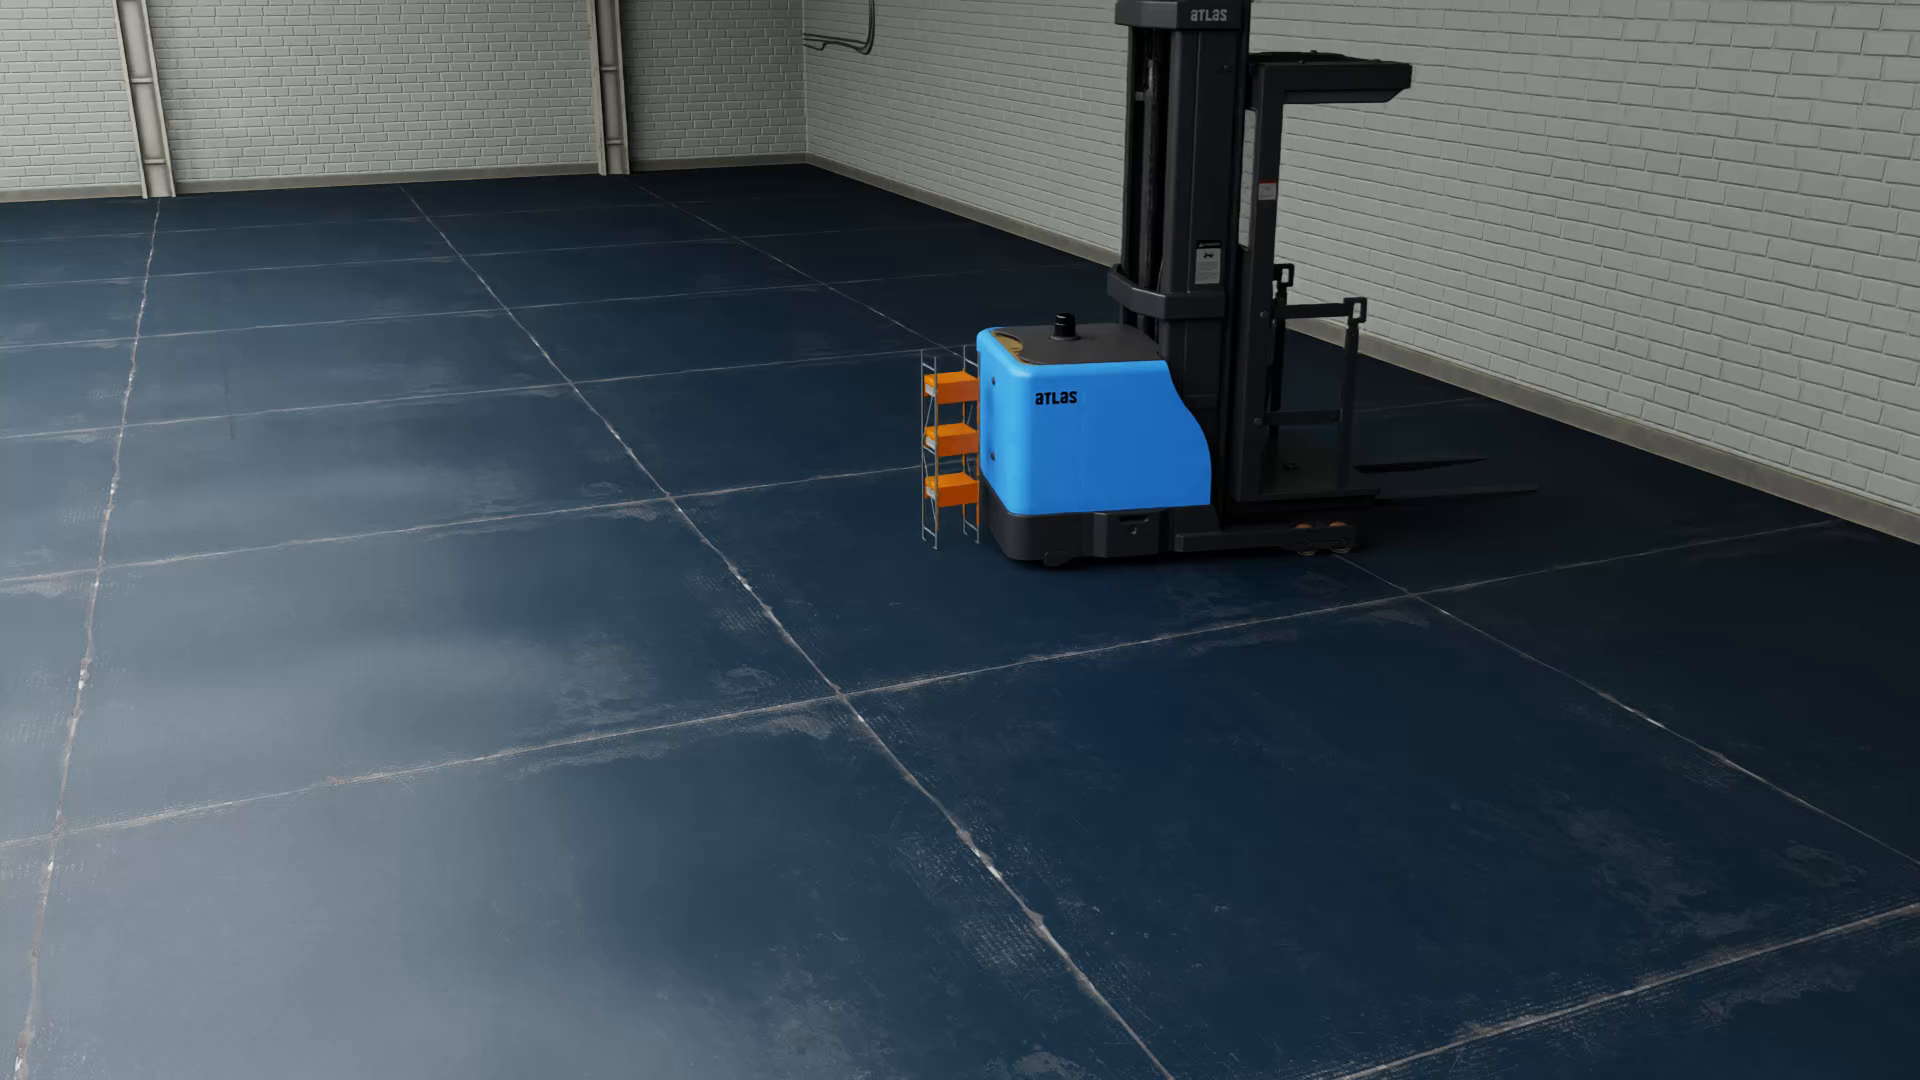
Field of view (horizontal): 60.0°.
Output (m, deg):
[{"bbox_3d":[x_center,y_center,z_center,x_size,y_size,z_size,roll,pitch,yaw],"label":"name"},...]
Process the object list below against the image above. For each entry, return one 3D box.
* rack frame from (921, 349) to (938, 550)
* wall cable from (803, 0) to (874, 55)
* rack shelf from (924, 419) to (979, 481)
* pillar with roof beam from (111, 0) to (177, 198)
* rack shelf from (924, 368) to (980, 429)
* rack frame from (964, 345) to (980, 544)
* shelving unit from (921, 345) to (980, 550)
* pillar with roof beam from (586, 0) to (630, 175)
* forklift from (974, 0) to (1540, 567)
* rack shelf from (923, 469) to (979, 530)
[{"bbox_3d":[-0.161,-0.472,8.782,0.008,1.050,0.200,-8,21,-22],"label":"rack frame"},{"bbox_3d":[-1.784,-8.078,23.091,0.112,2.526,3.097,-8,21,-22],"label":"wall cable"},{"bbox_3d":[-0.049,-0.478,8.831,0.240,0.259,0.215,-8,21,-22],"label":"rack shelf"},{"bbox_3d":[-8.817,-7.456,16.650,0.400,9.000,9.100,-8,21,-22],"label":"pillar with roof beam"},{"bbox_3d":[-0.049,-0.746,8.737,0.240,0.259,0.215,-8,21,-22],"label":"rack shelf"},{"bbox_3d":[0.063,-0.504,8.873,0.008,1.050,0.200,-8,21,-22],"label":"rack frame"},{"bbox_3d":[-0.049,-0.488,8.828,0.252,1.050,0.215,-8,21,-22],"label":"shelving unit"},{"bbox_3d":[-3.308,-8.246,18.891,0.400,9.000,9.100,-8,21,-22],"label":"pillar with roof beam"},{"bbox_3d":[1.645,-1.467,8.775,3.031,2.935,1.130,-4,20,-10],"label":"forklift"},{"bbox_3d":[-0.049,-0.216,8.924,0.240,0.259,0.215,-8,21,-22],"label":"rack shelf"}]
